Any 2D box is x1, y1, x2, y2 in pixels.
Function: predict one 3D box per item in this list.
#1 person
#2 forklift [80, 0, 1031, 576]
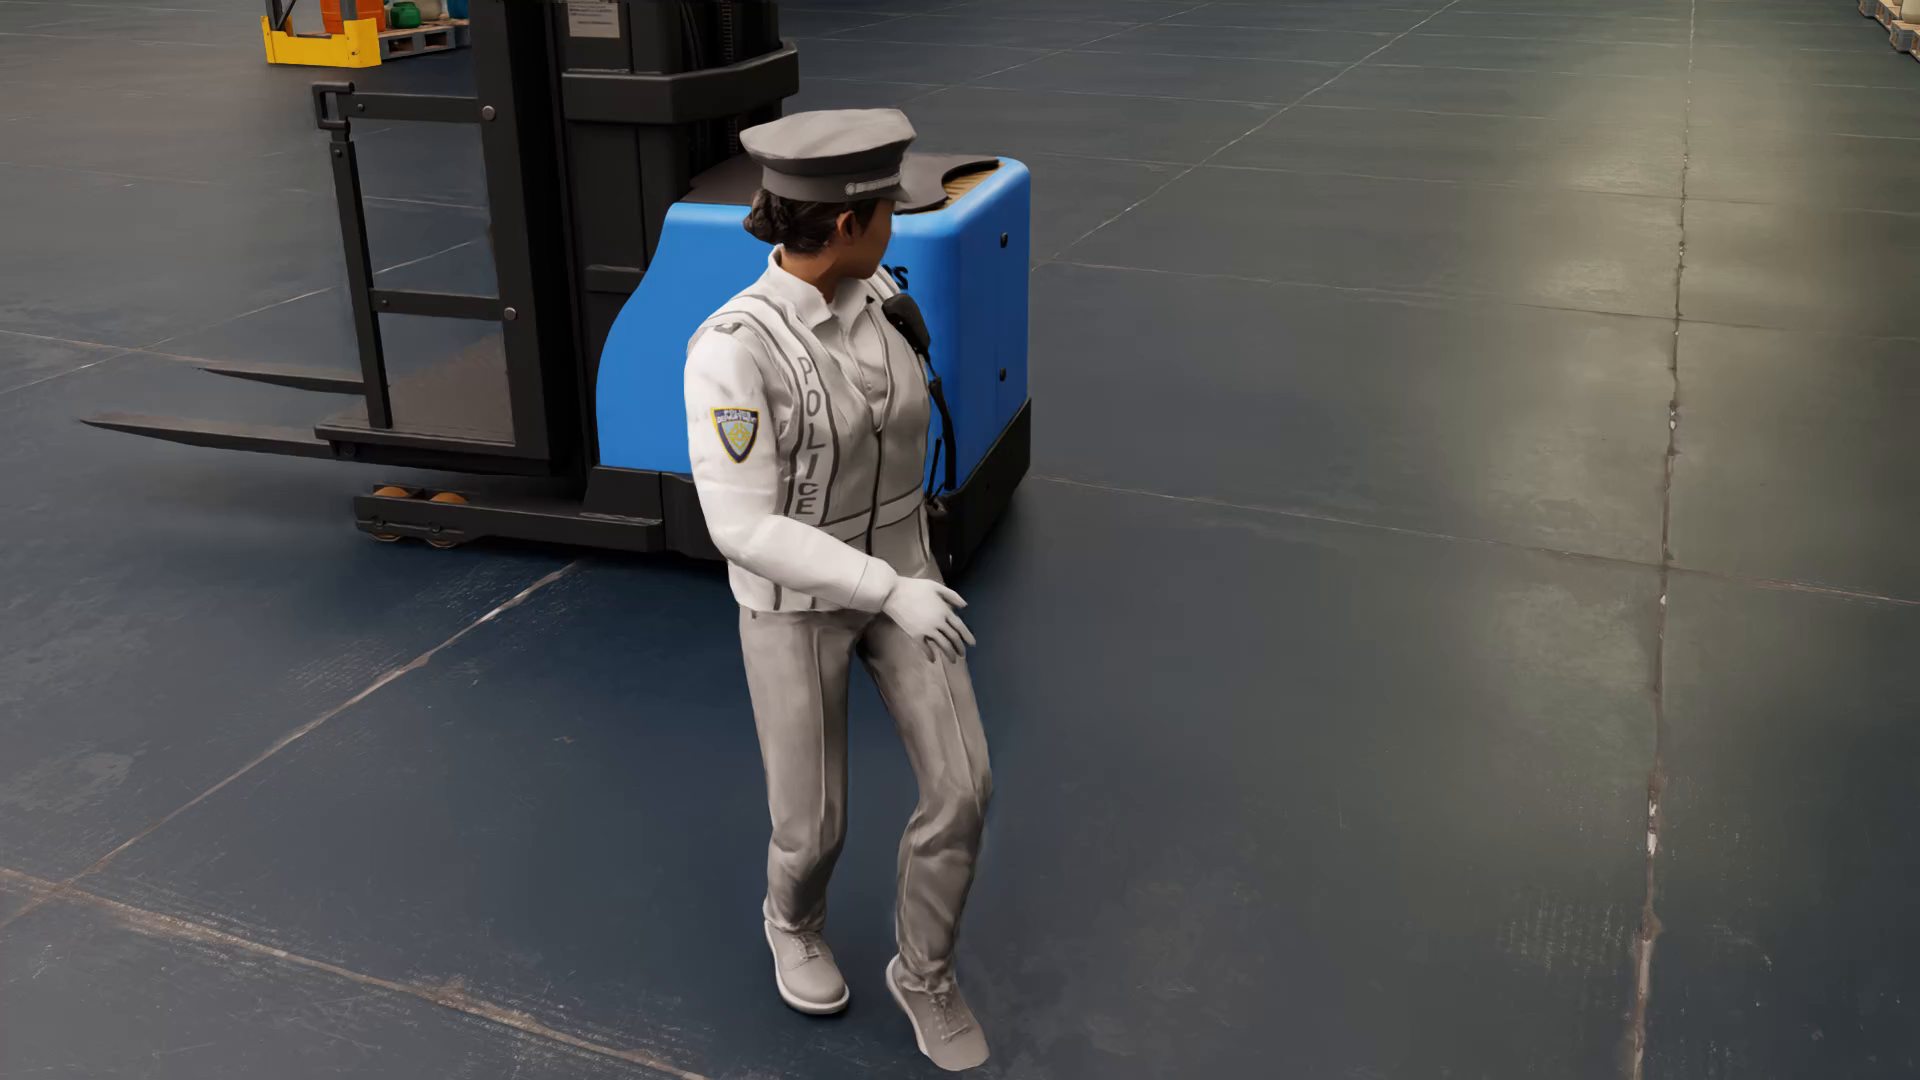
[{"bbox_3d":[-0.203,0.127,2.804,0.577,1.656,0.734,-14,26,-29],"label":"person"},{"bbox_3d":[-1.344,-1.516,4.919,3.031,2.935,1.130,6,23,14],"label":"forklift"}]
